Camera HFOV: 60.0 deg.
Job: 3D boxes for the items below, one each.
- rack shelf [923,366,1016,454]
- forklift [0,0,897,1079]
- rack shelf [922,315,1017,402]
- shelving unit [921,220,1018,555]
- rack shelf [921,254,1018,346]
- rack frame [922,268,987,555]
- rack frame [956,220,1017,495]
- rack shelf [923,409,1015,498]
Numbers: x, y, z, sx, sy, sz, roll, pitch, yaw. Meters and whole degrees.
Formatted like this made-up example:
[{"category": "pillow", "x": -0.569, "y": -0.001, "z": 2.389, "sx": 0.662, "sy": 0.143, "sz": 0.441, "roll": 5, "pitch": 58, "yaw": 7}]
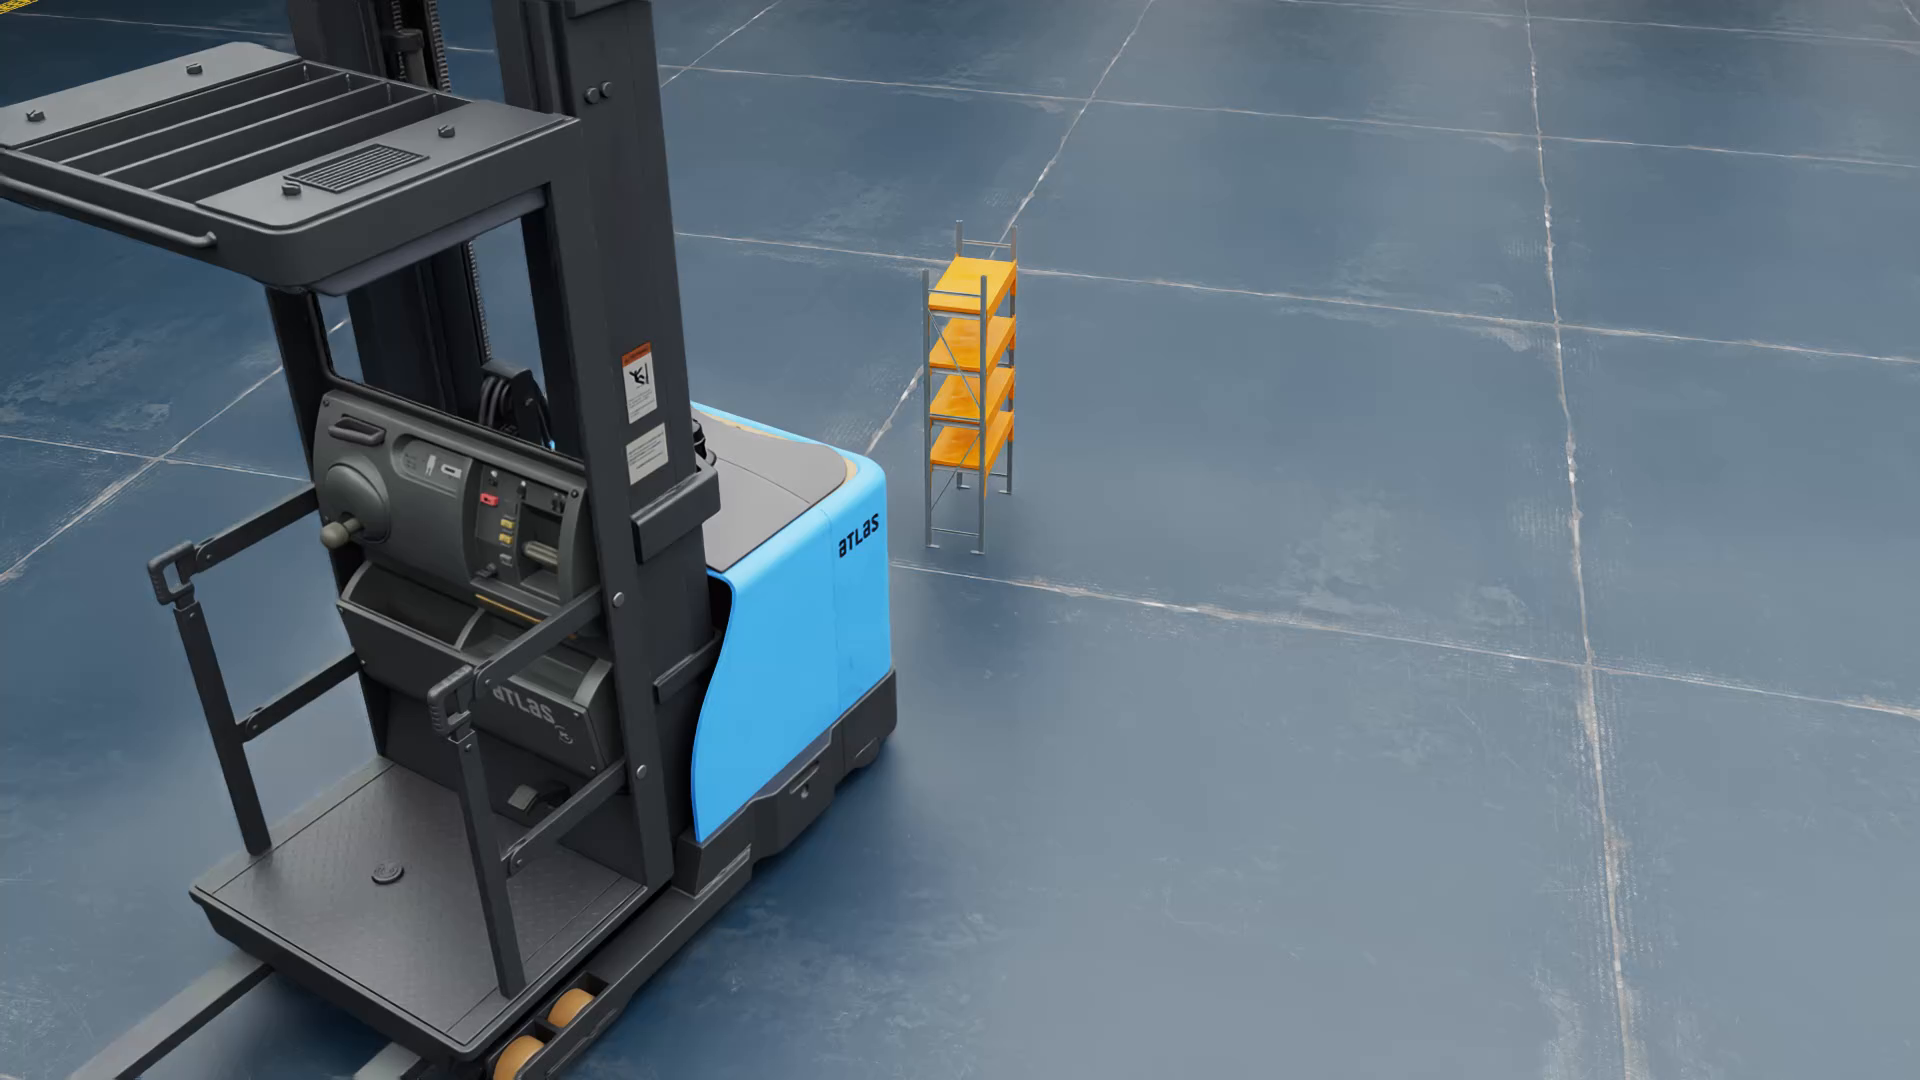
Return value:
[{"category": "rack shelf", "x": 0.042, "y": -0.535, "z": 6.599, "sx": 0.258, "sy": 0.148, "sz": 0.480, "roll": 8, "pitch": 33, "yaw": 12}, {"category": "forklift", "x": -1.422, "y": -0.039, "z": 4.080, "sx": 1.130, "sy": 2.935, "sz": 3.031, "roll": 19, "pitch": 37, "yaw": 27}, {"category": "rack shelf", "x": 0.042, "y": -0.724, "z": 6.479, "sx": 0.258, "sy": 0.148, "sz": 0.480, "roll": 8, "pitch": 33, "yaw": 12}, {"category": "shelving unit", "x": 0.042, "y": -0.592, "z": 6.563, "sx": 0.258, "sy": 1.200, "sz": 0.503, "roll": 8, "pitch": 33, "yaw": 12}, {"category": "rack shelf", "x": 0.042, "y": -0.924, "z": 6.352, "sx": 0.258, "sy": 0.148, "sz": 0.480, "roll": 8, "pitch": 33, "yaw": 12}, {"category": "rack frame", "x": -0.020, "y": -0.466, "z": 6.364, "sx": 0.240, "sy": 1.200, "sz": 0.015, "roll": 8, "pitch": 33, "yaw": 12}, {"category": "rack frame", "x": 0.104, "y": -0.719, "z": 6.762, "sx": 0.240, "sy": 1.200, "sz": 0.015, "roll": 8, "pitch": 33, "yaw": 12}, {"category": "rack shelf", "x": 0.042, "y": -0.368, "z": 6.706, "sx": 0.258, "sy": 0.148, "sz": 0.480, "roll": 8, "pitch": 33, "yaw": 12}]
